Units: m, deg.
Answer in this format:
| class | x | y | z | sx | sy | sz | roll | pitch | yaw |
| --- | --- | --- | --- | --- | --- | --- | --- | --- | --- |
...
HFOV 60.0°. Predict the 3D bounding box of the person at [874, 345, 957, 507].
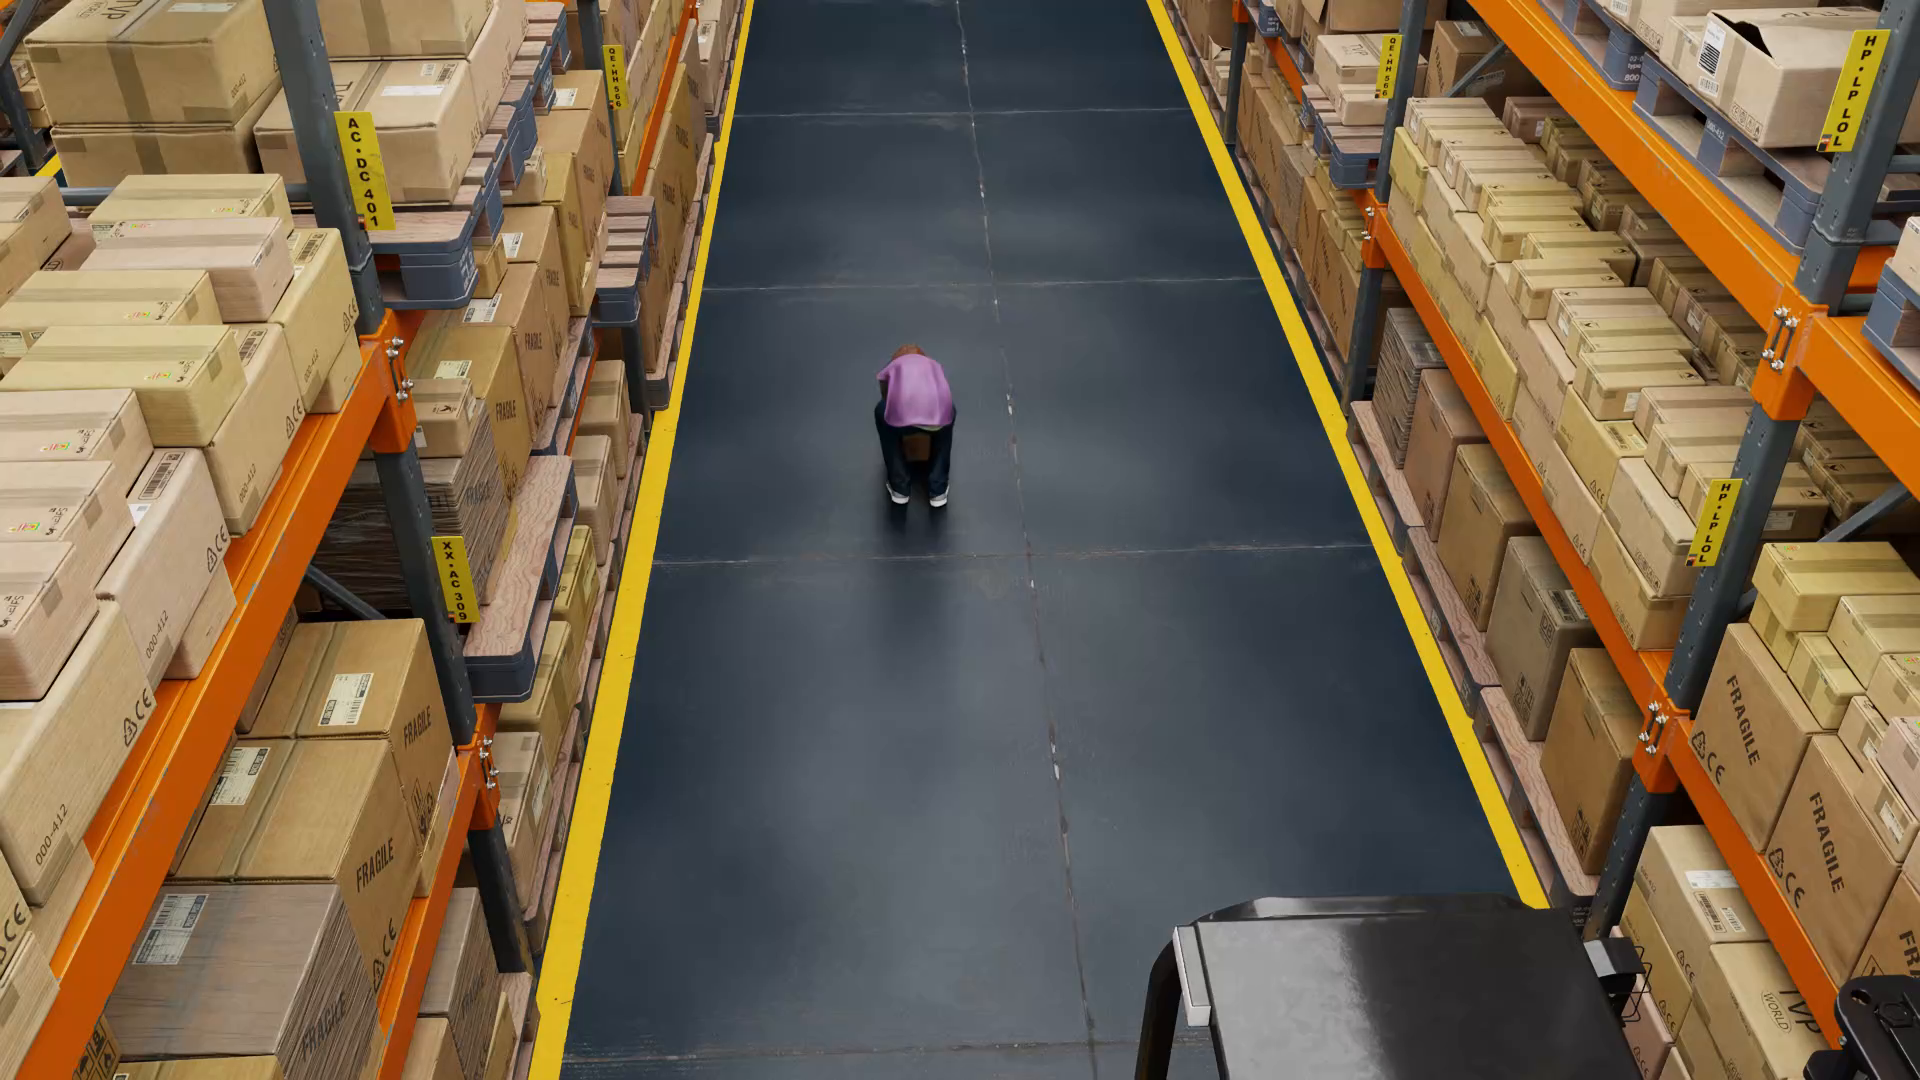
| class | x | y | z | sx | sy | sz | roll | pitch | yaw |
| --- | --- | --- | --- | --- | --- | --- | --- | --- | --- |
| person | -0.237 | -0.632 | 8.777 | 0.424 | 0.808 | 0.864 | -3 | 36 | -4 |
